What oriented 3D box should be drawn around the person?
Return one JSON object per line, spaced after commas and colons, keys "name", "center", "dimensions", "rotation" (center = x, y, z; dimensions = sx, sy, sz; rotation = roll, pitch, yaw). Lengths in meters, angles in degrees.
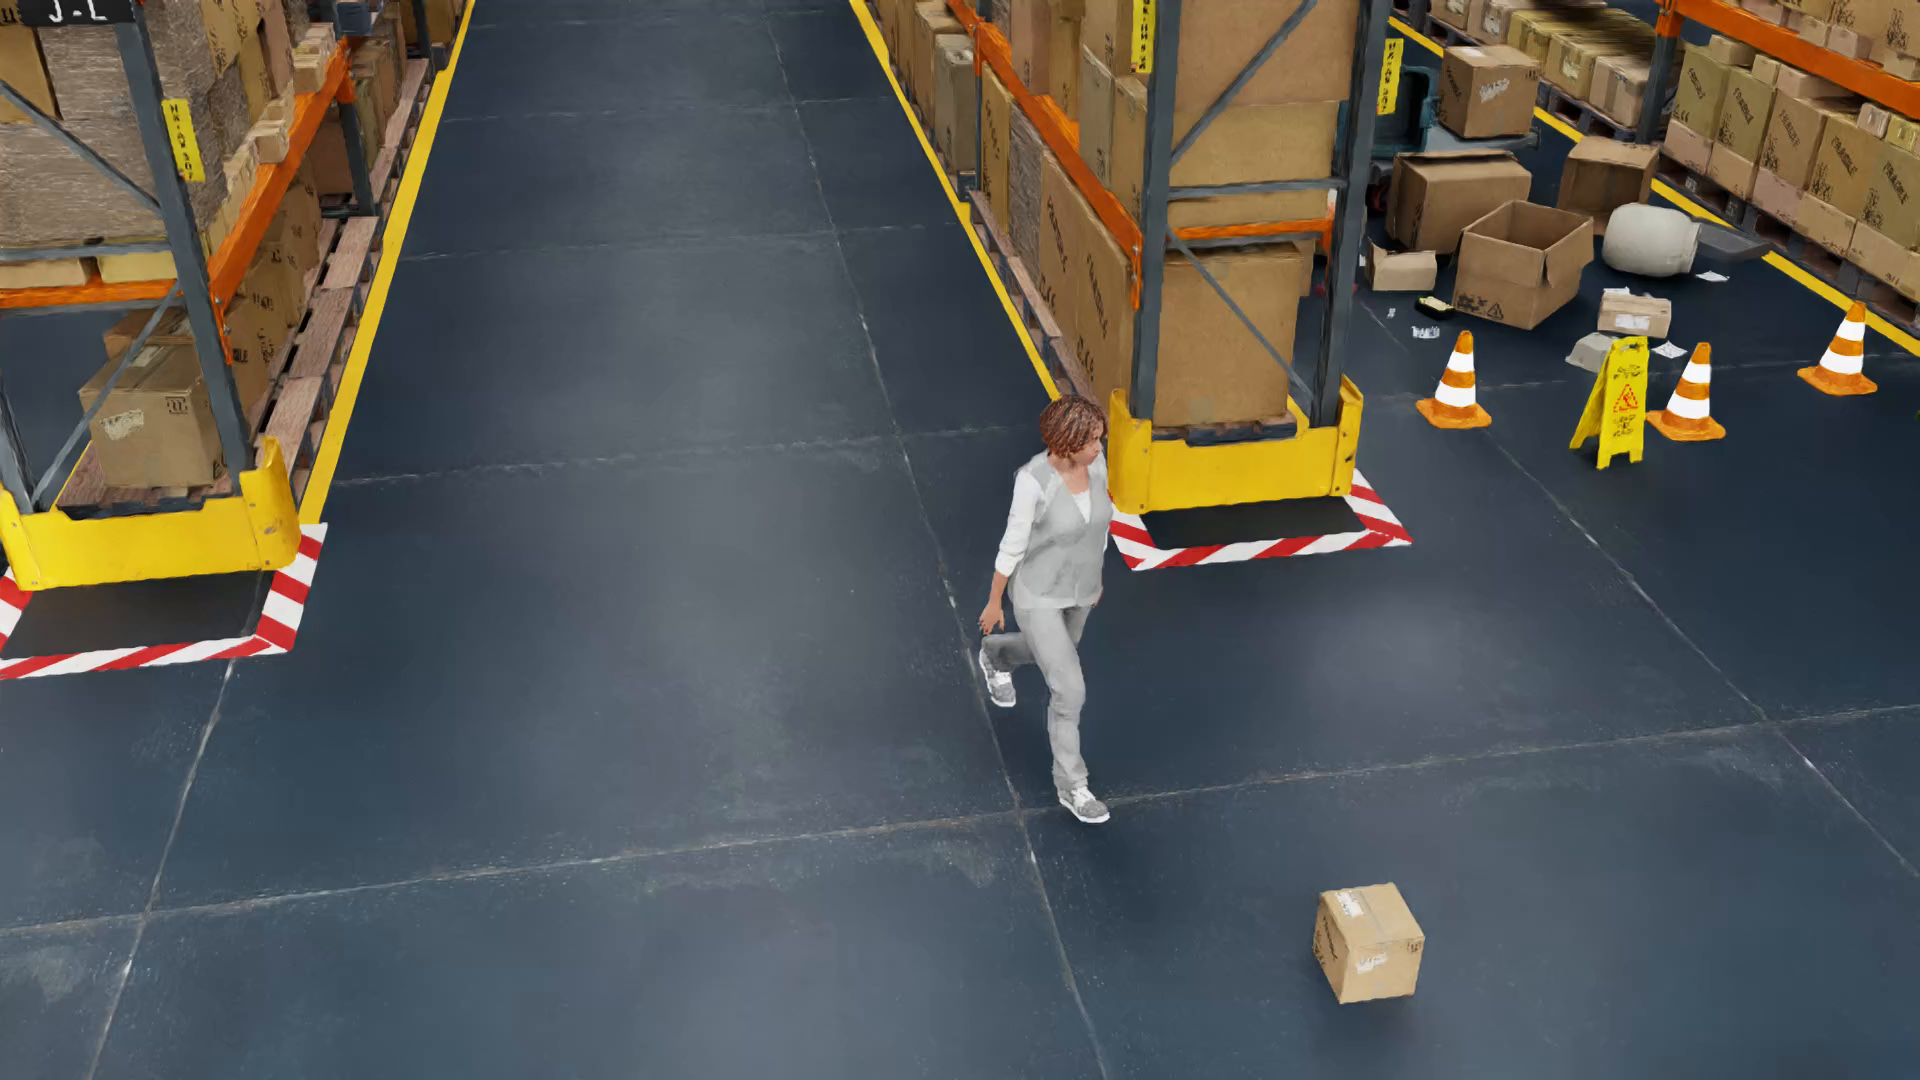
{"name": "person", "center": [0.301, 0.168, 5.896], "dimensions": [0.490, 1.537, 0.931], "rotation": [-23, 38, -33]}
